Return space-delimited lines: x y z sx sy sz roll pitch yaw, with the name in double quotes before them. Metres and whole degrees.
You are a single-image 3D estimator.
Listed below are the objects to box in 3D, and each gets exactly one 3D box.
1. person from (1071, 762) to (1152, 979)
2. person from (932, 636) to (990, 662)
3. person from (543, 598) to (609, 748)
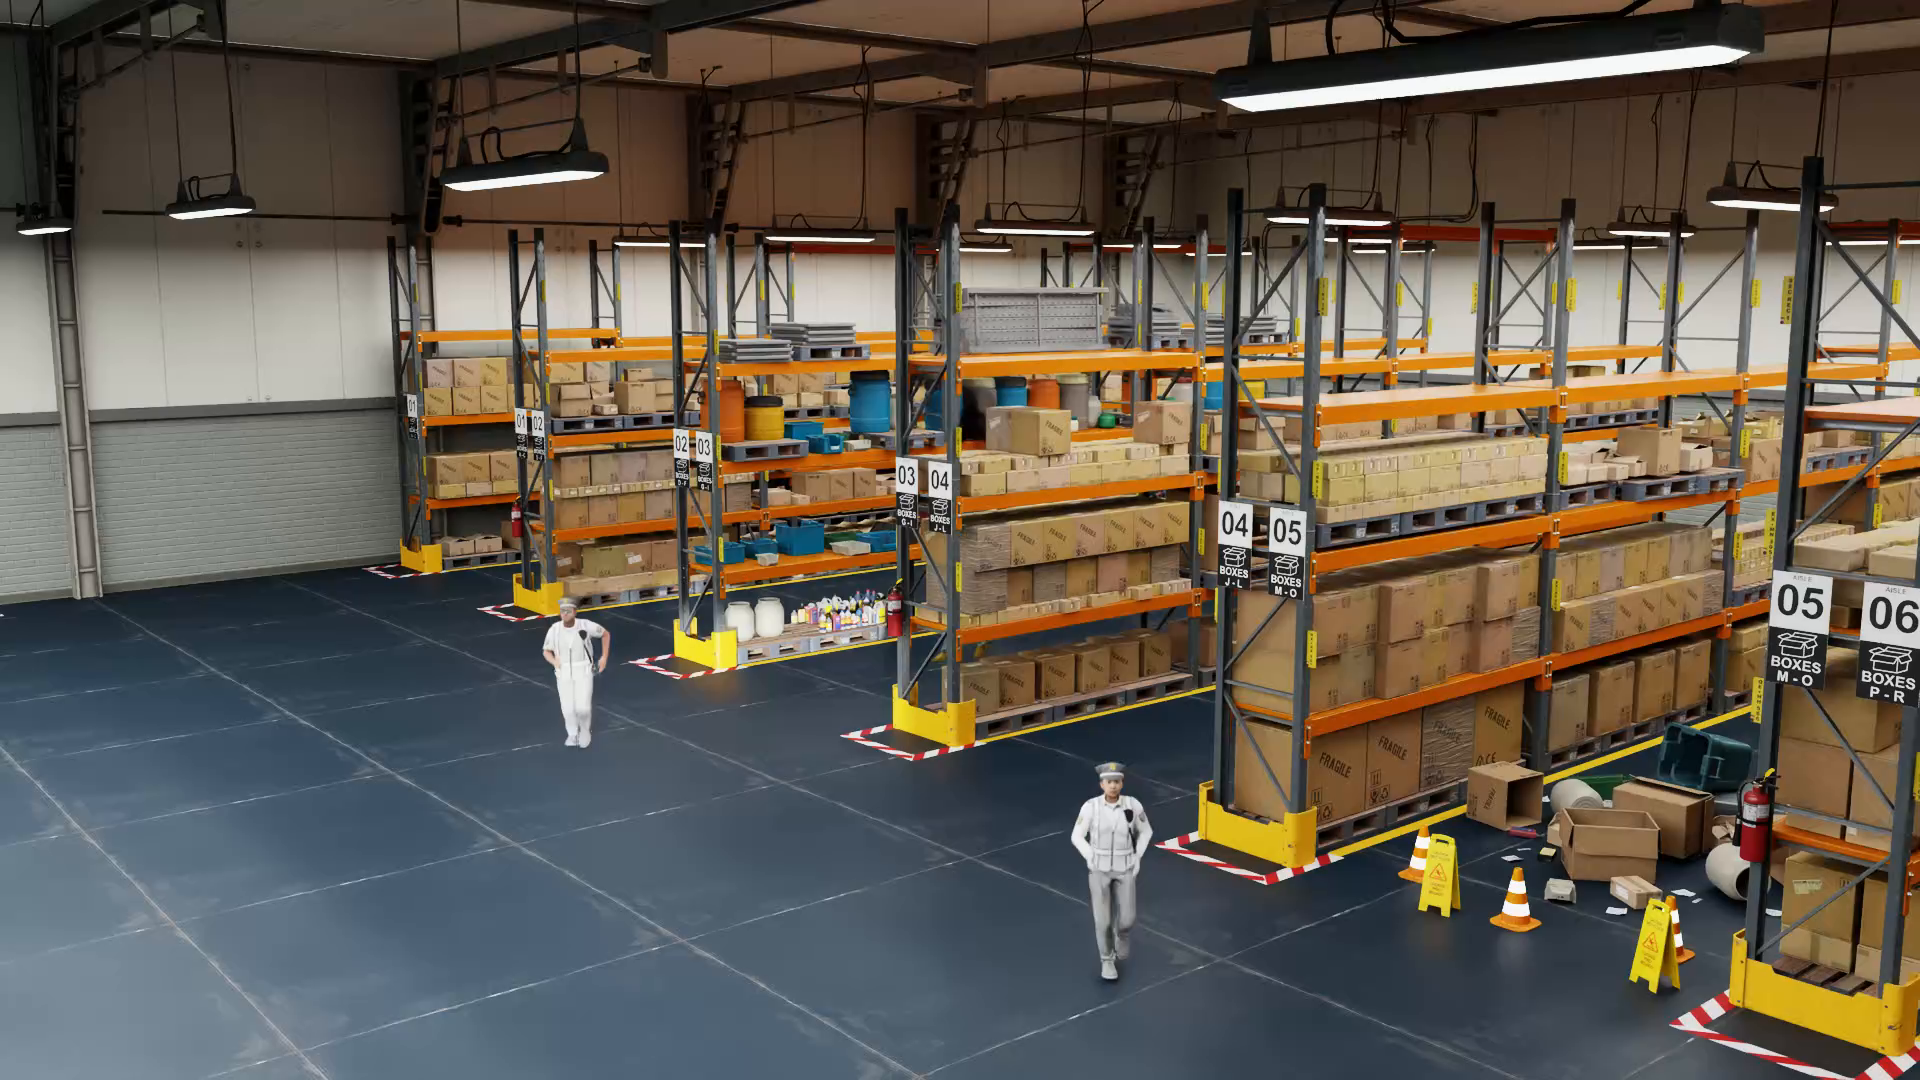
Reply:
"person" 1.137 2.460 12.418 0.610 1.650 0.545 0 9 2
"person" -0.003 0.698 21.607 0.894 1.810 0.723 -8 12 -41
"person" -4.250 1.478 18.385 0.685 1.738 0.822 0 9 -1
